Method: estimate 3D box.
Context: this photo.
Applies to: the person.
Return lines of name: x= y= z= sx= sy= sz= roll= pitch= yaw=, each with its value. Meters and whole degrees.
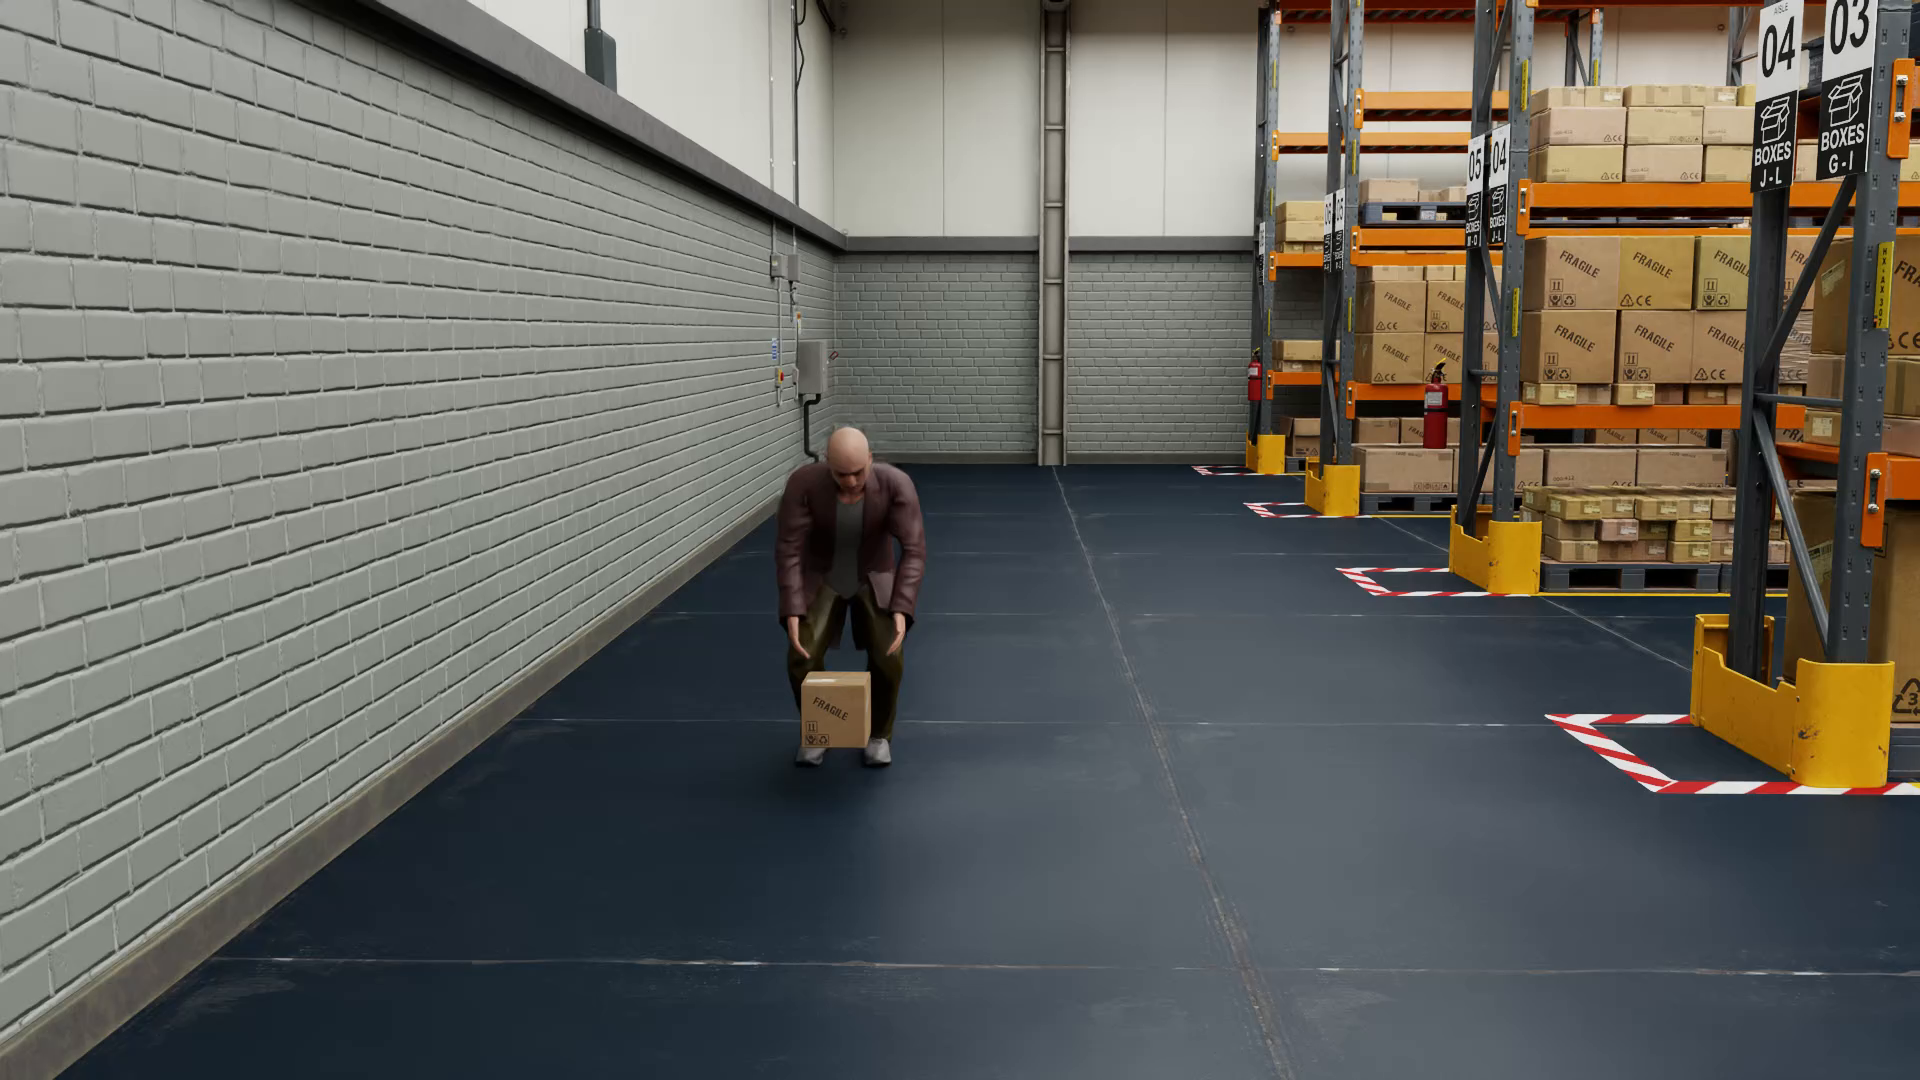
person: x=-0.450 y=0.230 z=6.950 sx=0.632 sy=1.418 sz=0.718 roll=0 pitch=7 yaw=1
